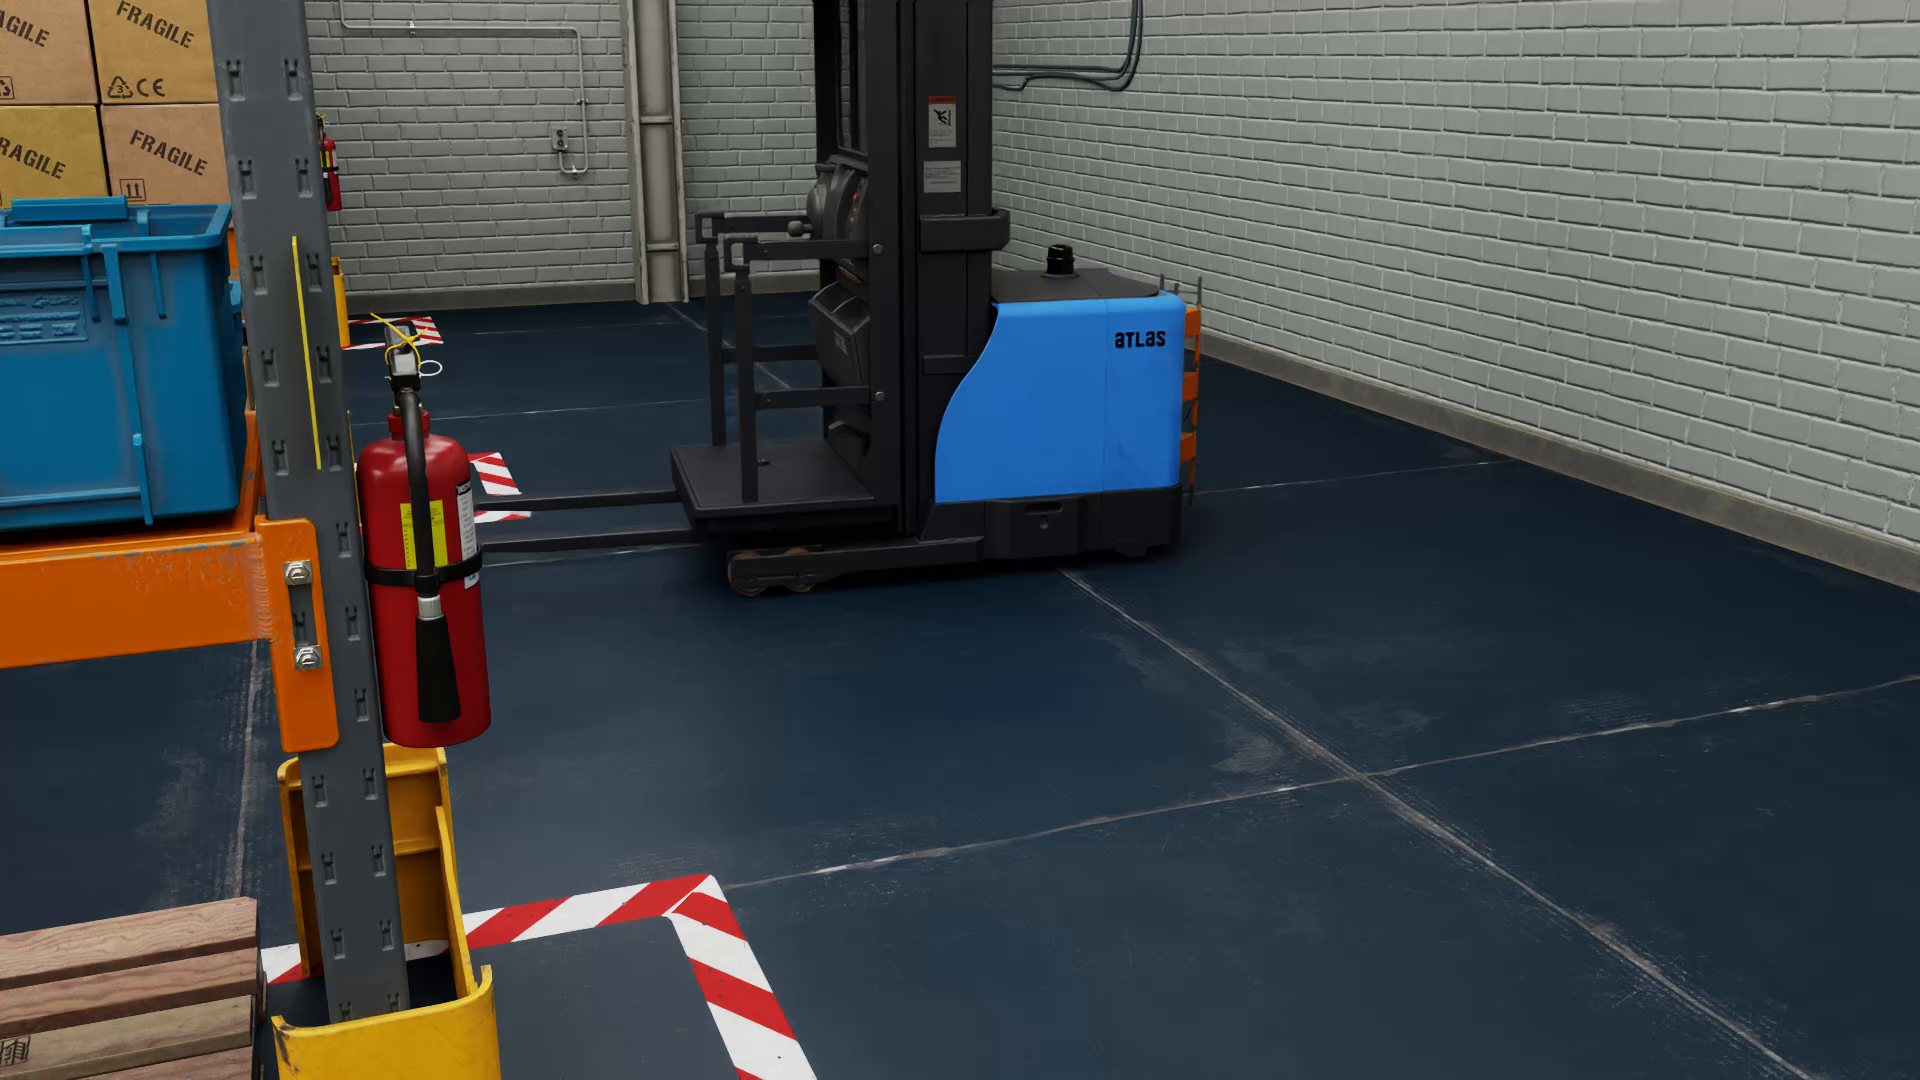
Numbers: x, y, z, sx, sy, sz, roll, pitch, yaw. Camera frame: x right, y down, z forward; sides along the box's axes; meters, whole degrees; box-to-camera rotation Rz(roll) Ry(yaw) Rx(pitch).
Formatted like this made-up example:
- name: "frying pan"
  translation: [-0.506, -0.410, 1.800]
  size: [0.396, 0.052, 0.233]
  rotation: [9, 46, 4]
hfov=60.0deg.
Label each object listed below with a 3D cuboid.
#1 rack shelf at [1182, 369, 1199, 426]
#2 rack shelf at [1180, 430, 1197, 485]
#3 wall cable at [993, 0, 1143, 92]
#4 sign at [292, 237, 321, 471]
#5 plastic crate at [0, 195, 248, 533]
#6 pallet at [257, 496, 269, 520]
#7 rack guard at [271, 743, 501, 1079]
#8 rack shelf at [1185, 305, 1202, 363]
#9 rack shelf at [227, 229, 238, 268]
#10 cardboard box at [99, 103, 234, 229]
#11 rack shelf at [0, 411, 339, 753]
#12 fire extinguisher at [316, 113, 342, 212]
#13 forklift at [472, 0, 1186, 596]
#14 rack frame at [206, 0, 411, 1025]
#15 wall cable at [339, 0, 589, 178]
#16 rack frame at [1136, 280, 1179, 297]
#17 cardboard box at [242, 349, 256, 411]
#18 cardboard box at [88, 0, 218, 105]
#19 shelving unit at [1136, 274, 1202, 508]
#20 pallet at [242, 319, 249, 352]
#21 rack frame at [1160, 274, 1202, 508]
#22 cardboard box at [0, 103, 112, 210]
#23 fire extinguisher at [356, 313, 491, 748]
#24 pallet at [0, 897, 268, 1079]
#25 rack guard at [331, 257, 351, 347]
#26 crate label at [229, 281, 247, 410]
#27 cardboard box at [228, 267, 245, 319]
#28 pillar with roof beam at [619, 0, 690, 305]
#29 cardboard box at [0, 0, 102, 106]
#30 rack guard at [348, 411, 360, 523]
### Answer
- name: "rack shelf"
  translation: [0.914, -0.627, 7.406]
  size: [0.215, 0.259, 0.240]
  rotation: [10, 19, 30]
- name: "rack shelf"
  translation: [0.914, -0.360, 7.485]
  size: [0.215, 0.259, 0.240]
  rotation: [10, 19, 30]
- name: "wall cable"
  translation: [0.709, -4.805, 13.002]
  size: [0.112, 2.526, 3.097]
  rotation: [-6, 17, -20]
- name: "sign"
  translation: [-0.943, -0.269, 2.401]
  size: [0.005, 0.325, 0.100]
  rotation: [-6, 17, -20]
- name: "plastic crate"
  translation: [-1.401, -0.297, 2.616]
  size: [0.499, 0.435, 0.616]
  rotation: [-6, 17, -20]
- name: "pallet"
  translation: [-3.739, -0.211, 7.443]
  size: [1.213, 0.211, 1.003]
  rotation: [-6, 17, -20]
- name: "rack guard"
  translation: [-1.137, 0.860, 3.284]
  size: [0.348, 0.500, 1.175]
  rotation: [-6, 17, -20]
- name: "rack shelf"
  translation: [0.914, -0.899, 7.326]
  size: [0.215, 0.259, 0.240]
  rotation: [10, 19, 30]
- name: "rack shelf"
  translation: [-4.792, -1.091, 6.765]
  size: [4.000, 0.370, 1.077]
  rotation: [-6, 17, -20]
- name: "cardboard box"
  translation: [-3.245, -1.569, 6.939]
  size: [0.500, 0.500, 0.500]
  rotation: [-6, 17, -18]
- name: "rack shelf"
  translation: [-3.023, 0.213, 2.326]
  size: [4.000, 0.370, 1.077]
  rotation: [-6, 17, -20]
- name: "fire extinguisher"
  translation: [-4.394, -2.618, 11.489]
  size: [0.183, 0.674, 0.296]
  rotation: [-6, 17, -20]
- name: "forklift"
  translation: [-0.664, -1.358, 6.520]
  size: [3.031, 2.935, 1.130]
  rotation: [-4, 17, -14]
- name: "rack frame"
  translation: [-1.155, -0.334, 2.911]
  size: [0.127, 3.000, 1.000]
  rotation: [-6, 17, -20]
- name: "wall cable"
  translation: [-3.843, -3.806, 12.932]
  size: [1.851, 1.984, 0.084]
  rotation: [-6, 17, -20]
- name: "rack frame"
  translation: [0.850, -0.607, 7.304]
  size: [0.200, 1.050, 0.008]
  rotation: [10, 19, 30]
- name: "cardboard box"
  translation: [-3.344, -0.530, 7.234]
  size: [0.500, 0.500, 0.500]
  rotation: [-6, 17, -20]
- name: "cardboard box"
  translation: [-3.241, -2.048, 6.797]
  size: [0.500, 0.500, 0.500]
  rotation: [-6, 18, -21]
- name: "shelving unit"
  translation: [0.914, -0.637, 7.403]
  size: [0.215, 1.050, 0.252]
  rotation: [10, 19, 30]
- name: "pallet"
  translation: [-5.419, -1.501, 11.836]
  size: [1.213, 0.211, 1.003]
  rotation: [-6, 17, -20]
- name: "rack frame"
  translation: [0.978, -0.666, 7.503]
  size: [0.200, 1.050, 0.008]
  rotation: [10, 19, 30]
- name: "cardboard box"
  translation: [-3.728, -1.515, 6.758]
  size: [0.500, 0.500, 0.500]
  rotation: [-6, 17, -20]
- name: "fire extinguisher"
  translation: [-0.852, -0.013, 2.619]
  size: [0.183, 0.674, 0.296]
  rotation: [-6, 17, -20]
- name: "pallet"
  translation: [-1.939, 1.077, 3.056]
  size: [1.213, 0.211, 1.003]
  rotation: [-6, 17, -20]
- name: "rack guard"
  translation: [-4.678, -1.744, 12.148]
  size: [0.348, 0.500, 1.175]
  rotation: [-6, 17, -20]
- name: "crate label"
  translation: [-1.503, -0.344, 3.137]
  size: [0.303, 0.233, 0.416]
  rotation: [-6, 17, -20]
- name: "cardboard box"
  translation: [-5.318, -1.846, 11.751]
  size: [0.500, 0.500, 0.700]
  rotation: [-6, 17, -20]
- name: "pillar with roof beam"
  translation: [-0.948, -5.186, 8.787]
  size: [0.400, 9.000, 9.100]
  rotation: [-6, 17, -20]
- name: "cardboard box"
  translation: [-3.713, -1.997, 6.622]
  size: [0.500, 0.500, 0.500]
  rotation: [-6, 17, -19]
- name: "rack guard"
  translation: [-2.995, -0.430, 7.677]
  size: [0.348, 0.500, 1.175]
  rotation: [-6, 17, -20]
